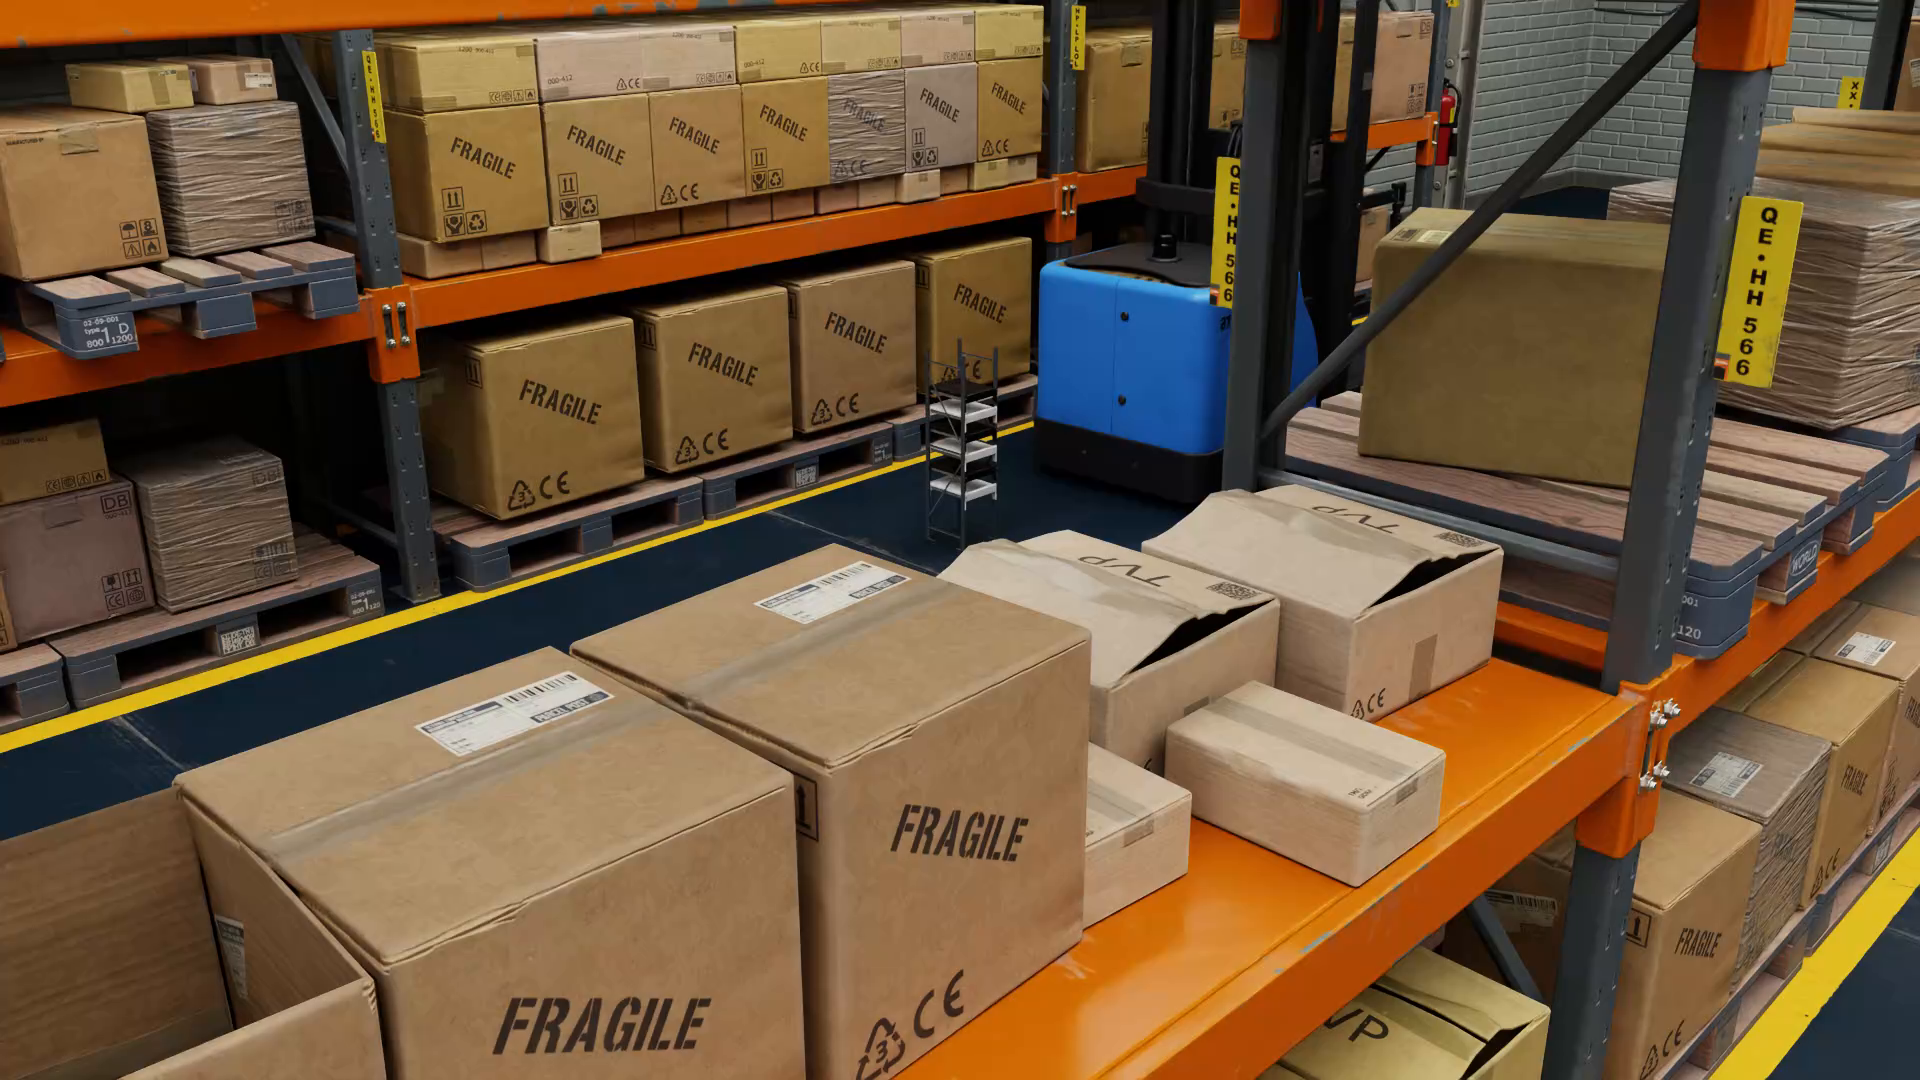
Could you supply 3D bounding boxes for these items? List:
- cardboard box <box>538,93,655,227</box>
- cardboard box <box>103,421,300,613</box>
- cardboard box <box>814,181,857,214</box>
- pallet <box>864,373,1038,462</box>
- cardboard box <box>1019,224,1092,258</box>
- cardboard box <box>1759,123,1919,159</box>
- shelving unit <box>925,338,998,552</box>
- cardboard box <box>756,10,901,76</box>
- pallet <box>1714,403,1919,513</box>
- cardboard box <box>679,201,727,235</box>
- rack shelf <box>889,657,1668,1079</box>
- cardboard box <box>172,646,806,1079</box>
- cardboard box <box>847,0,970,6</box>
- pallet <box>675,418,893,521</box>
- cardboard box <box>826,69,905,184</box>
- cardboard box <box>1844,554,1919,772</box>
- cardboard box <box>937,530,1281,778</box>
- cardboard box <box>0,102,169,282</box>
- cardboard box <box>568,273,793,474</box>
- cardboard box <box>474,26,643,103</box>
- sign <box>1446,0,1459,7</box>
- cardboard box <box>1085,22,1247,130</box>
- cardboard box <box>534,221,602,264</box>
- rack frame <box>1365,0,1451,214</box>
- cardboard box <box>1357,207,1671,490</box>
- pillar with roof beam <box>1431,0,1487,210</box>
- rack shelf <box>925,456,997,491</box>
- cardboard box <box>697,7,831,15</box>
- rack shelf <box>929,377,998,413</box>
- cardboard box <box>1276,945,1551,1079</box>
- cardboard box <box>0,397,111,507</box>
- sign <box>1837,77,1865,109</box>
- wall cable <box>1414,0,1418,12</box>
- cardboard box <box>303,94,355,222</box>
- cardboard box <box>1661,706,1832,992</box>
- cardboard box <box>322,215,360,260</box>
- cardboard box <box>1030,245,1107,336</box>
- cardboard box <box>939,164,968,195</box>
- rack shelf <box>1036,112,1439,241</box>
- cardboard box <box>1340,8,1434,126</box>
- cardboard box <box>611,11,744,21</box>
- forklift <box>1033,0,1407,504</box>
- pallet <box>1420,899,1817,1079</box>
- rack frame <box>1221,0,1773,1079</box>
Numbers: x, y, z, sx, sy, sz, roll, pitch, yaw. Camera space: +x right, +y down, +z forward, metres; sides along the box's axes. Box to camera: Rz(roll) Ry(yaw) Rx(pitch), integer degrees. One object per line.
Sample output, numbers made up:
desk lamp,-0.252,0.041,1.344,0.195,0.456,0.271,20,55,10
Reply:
cardboard box,-1.669,-1.655,7.117,0.500,0.500,0.500,-19,28,-40
cardboard box,-3.028,-0.107,6.543,0.500,0.500,0.700,-20,29,-41
cardboard box,-0.723,-1.714,8.174,0.380,0.149,0.250,18,28,39
pallet,-0.257,-0.776,9.300,1.003,0.211,1.213,19,28,41
cardboard box,0.579,-1.806,10.087,0.380,0.149,0.250,19,28,40
cardboard box,2.854,-1.040,5.376,0.500,0.500,0.700,-15,26,-34
shelving unit,0.006,-0.422,7.419,0.258,0.900,0.210,19,28,41
cardboard box,-0.634,-2.396,7.999,0.500,0.250,0.500,-19,28,-41
pallet,2.342,-0.439,4.804,1.003,0.211,1.213,19,28,41
cardboard box,-1.290,-1.523,7.679,0.250,0.149,0.380,-20,28,-41
rack shelf,-0.406,0.822,2.258,1.077,0.370,4.000,19,28,41
cardboard box,-0.537,0.496,1.963,0.500,0.500,0.500,19,28,41
cardboard box,-0.280,-2.787,9.017,0.500,0.250,0.500,-19,28,-40
pallet,-1.108,-0.461,8.480,1.003,0.211,1.213,19,28,41
cardboard box,-0.619,-2.047,8.139,0.500,0.500,0.500,19,28,41
cardboard box,2.939,0.358,5.334,0.500,0.500,0.500,20,29,41
cardboard box,0.226,0.195,3.010,0.500,0.311,0.500,19,28,40
cardboard box,-3.254,-1.245,5.880,0.700,0.500,0.500,16,26,36
cardboard box,-1.340,-0.839,7.988,0.750,0.750,0.750,19,28,40
cardboard box,-1.687,-2.002,6.975,0.500,0.250,0.500,19,28,40
sign,3.397,-3.835,11.427,0.100,0.325,0.005,19,28,41
cardboard box,1.131,-2.757,10.147,0.980,0.700,0.700,18,28,39
cardboard box,-1.739,-1.295,7.086,0.250,0.149,0.380,-19,28,-40
rack frame,3.018,-3.323,12.039,1.000,3.000,0.127,19,28,41
cardboard box,1.347,-0.461,3.867,0.700,0.500,0.500,9,23,23
pillar with roof beam,7.366,-5.956,10.529,9.100,9.000,0.400,19,28,41
rack shelf,0.006,-0.307,7.463,0.258,0.077,0.200,19,28,41
cardboard box,-0.986,-2.520,8.324,0.500,0.250,0.500,18,27,39
rack shelf,0.006,-0.643,7.334,0.258,0.077,0.200,19,28,41
cardboard box,0.800,0.994,3.273,0.500,0.311,0.500,-19,28,-41
cardboard box,-3.470,-0.326,6.068,0.500,0.250,0.500,-20,28,-41
sign,3.385,-1.594,6.334,0.100,0.325,0.005,19,28,41
wall cable,3.233,-4.363,13.329,0.084,1.984,1.851,19,28,41
cardboard box,-2.422,-1.649,7.102,0.500,0.500,0.500,19,28,41
cardboard box,1.872,0.752,4.308,0.500,0.500,0.500,18,27,39
cardboard box,-2.519,-1.307,7.115,0.250,0.149,0.380,-20,28,-41
cardboard box,0.823,-1.491,10.171,0.700,0.500,0.500,20,29,41
cardboard box,-0.178,-1.903,8.667,0.250,0.149,0.380,-19,28,-40
rack shelf,1.623,-2.473,10.831,1.077,0.370,4.000,19,28,41
cardboard box,2.669,-3.330,11.638,0.700,0.700,0.980,-19,28,-40
cardboard box,-1.353,-2.387,7.978,0.500,0.250,0.500,18,28,39
forklift,1.721,-1.987,8.660,1.130,2.935,3.031,17,27,38
pallet,1.537,1.091,4.441,1.003,0.211,1.213,19,28,41
rack frame,0.989,-0.028,3.466,1.000,3.000,0.127,19,28,41
